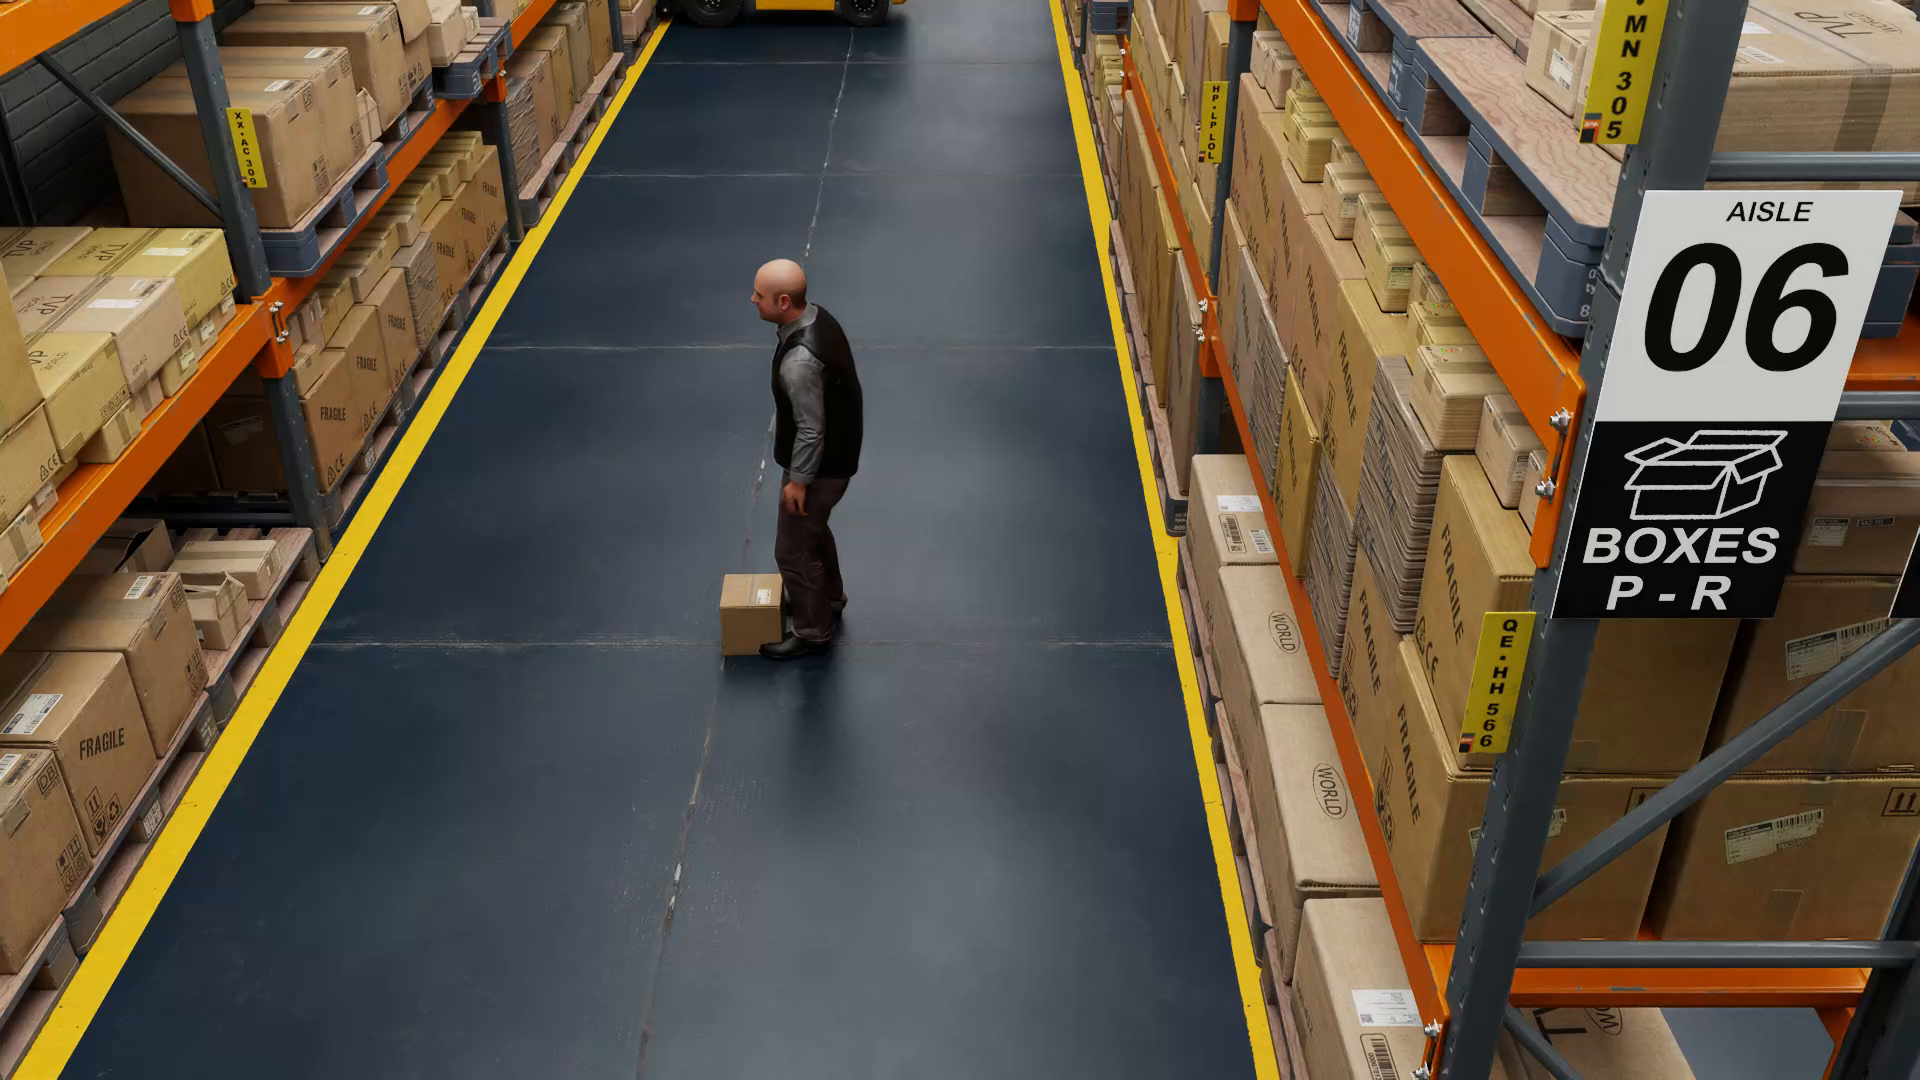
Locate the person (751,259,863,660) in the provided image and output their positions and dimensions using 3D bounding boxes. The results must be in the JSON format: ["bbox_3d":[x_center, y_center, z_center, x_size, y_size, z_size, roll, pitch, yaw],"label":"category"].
[{"bbox_3d":[-0.615,-0.320,6.684,0.467,1.720,0.579,0,31,0],"label":"person"}]
